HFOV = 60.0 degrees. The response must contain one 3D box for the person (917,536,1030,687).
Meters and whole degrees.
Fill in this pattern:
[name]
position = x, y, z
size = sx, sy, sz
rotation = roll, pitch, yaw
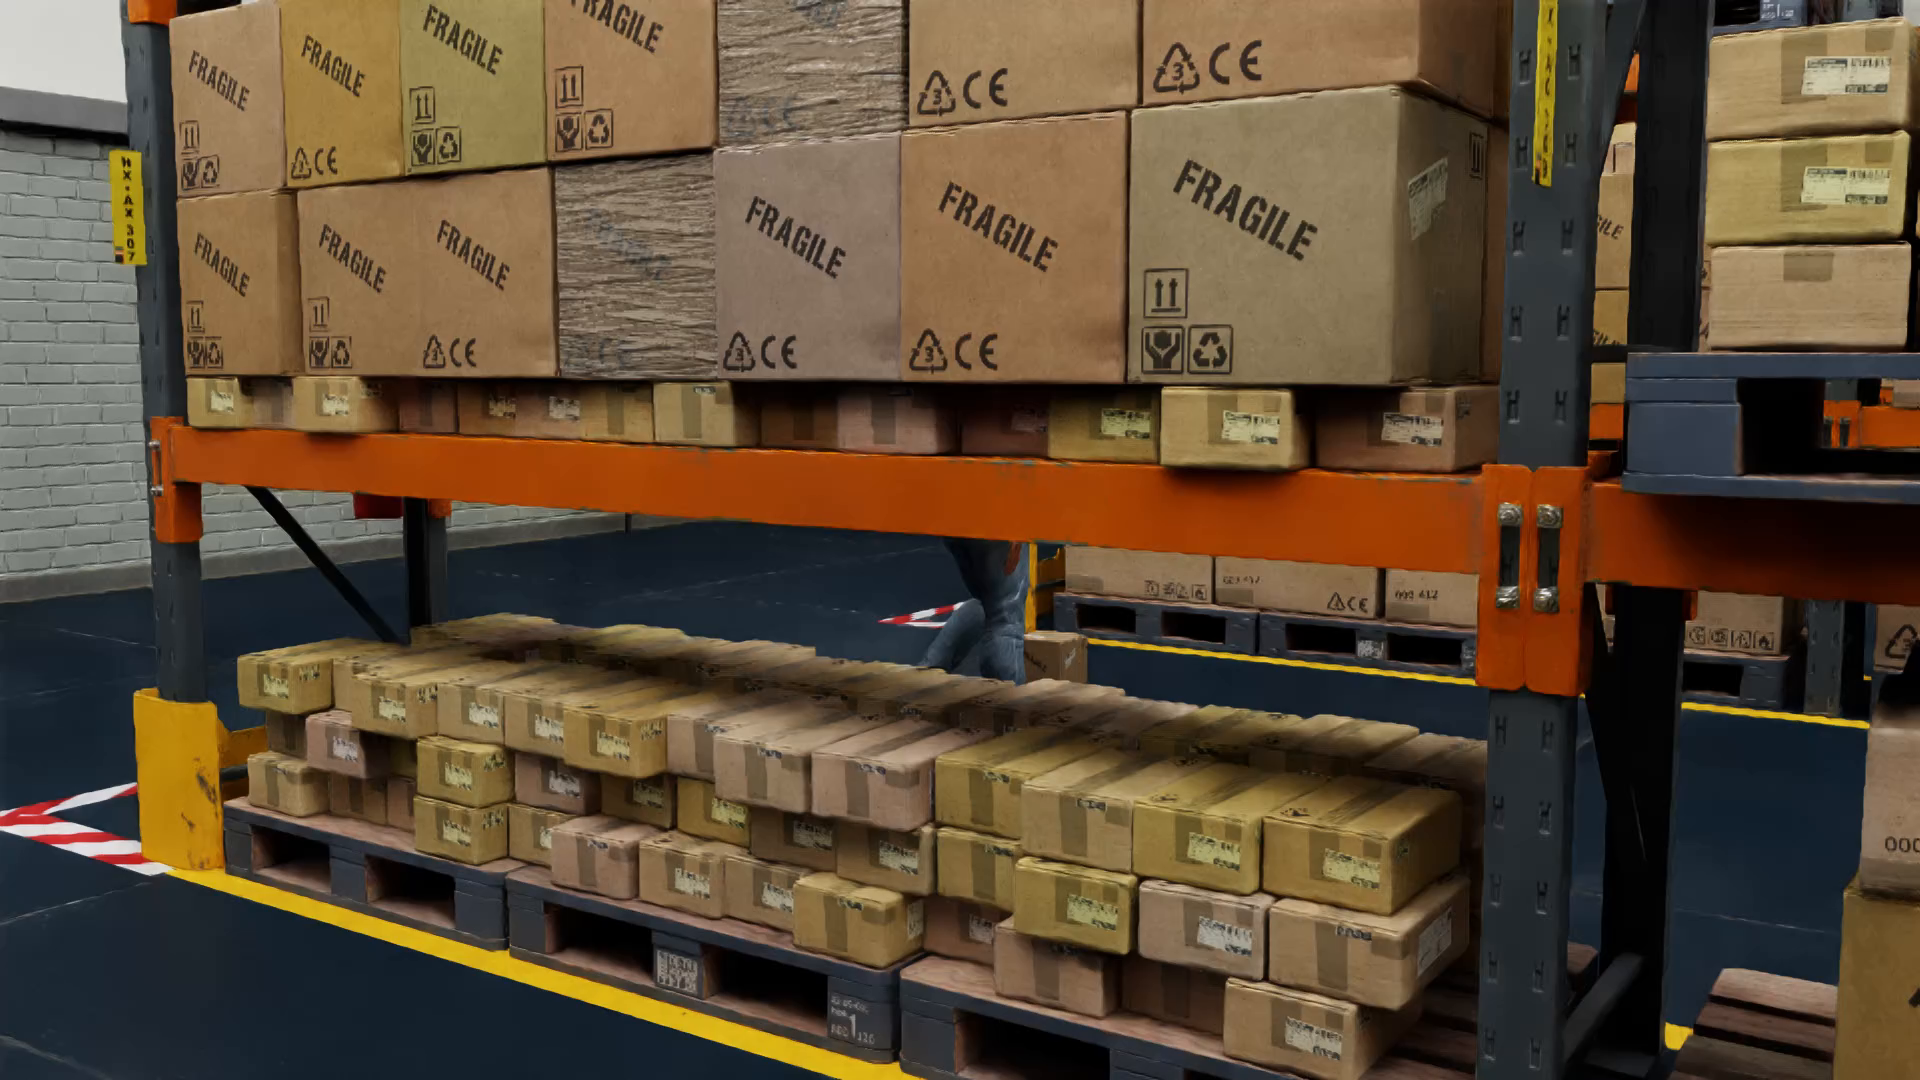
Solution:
[person]
position = 0.119, -0.081, 6.337
size = 0.487, 1.746, 0.691
rotation = -5, 8, -38
